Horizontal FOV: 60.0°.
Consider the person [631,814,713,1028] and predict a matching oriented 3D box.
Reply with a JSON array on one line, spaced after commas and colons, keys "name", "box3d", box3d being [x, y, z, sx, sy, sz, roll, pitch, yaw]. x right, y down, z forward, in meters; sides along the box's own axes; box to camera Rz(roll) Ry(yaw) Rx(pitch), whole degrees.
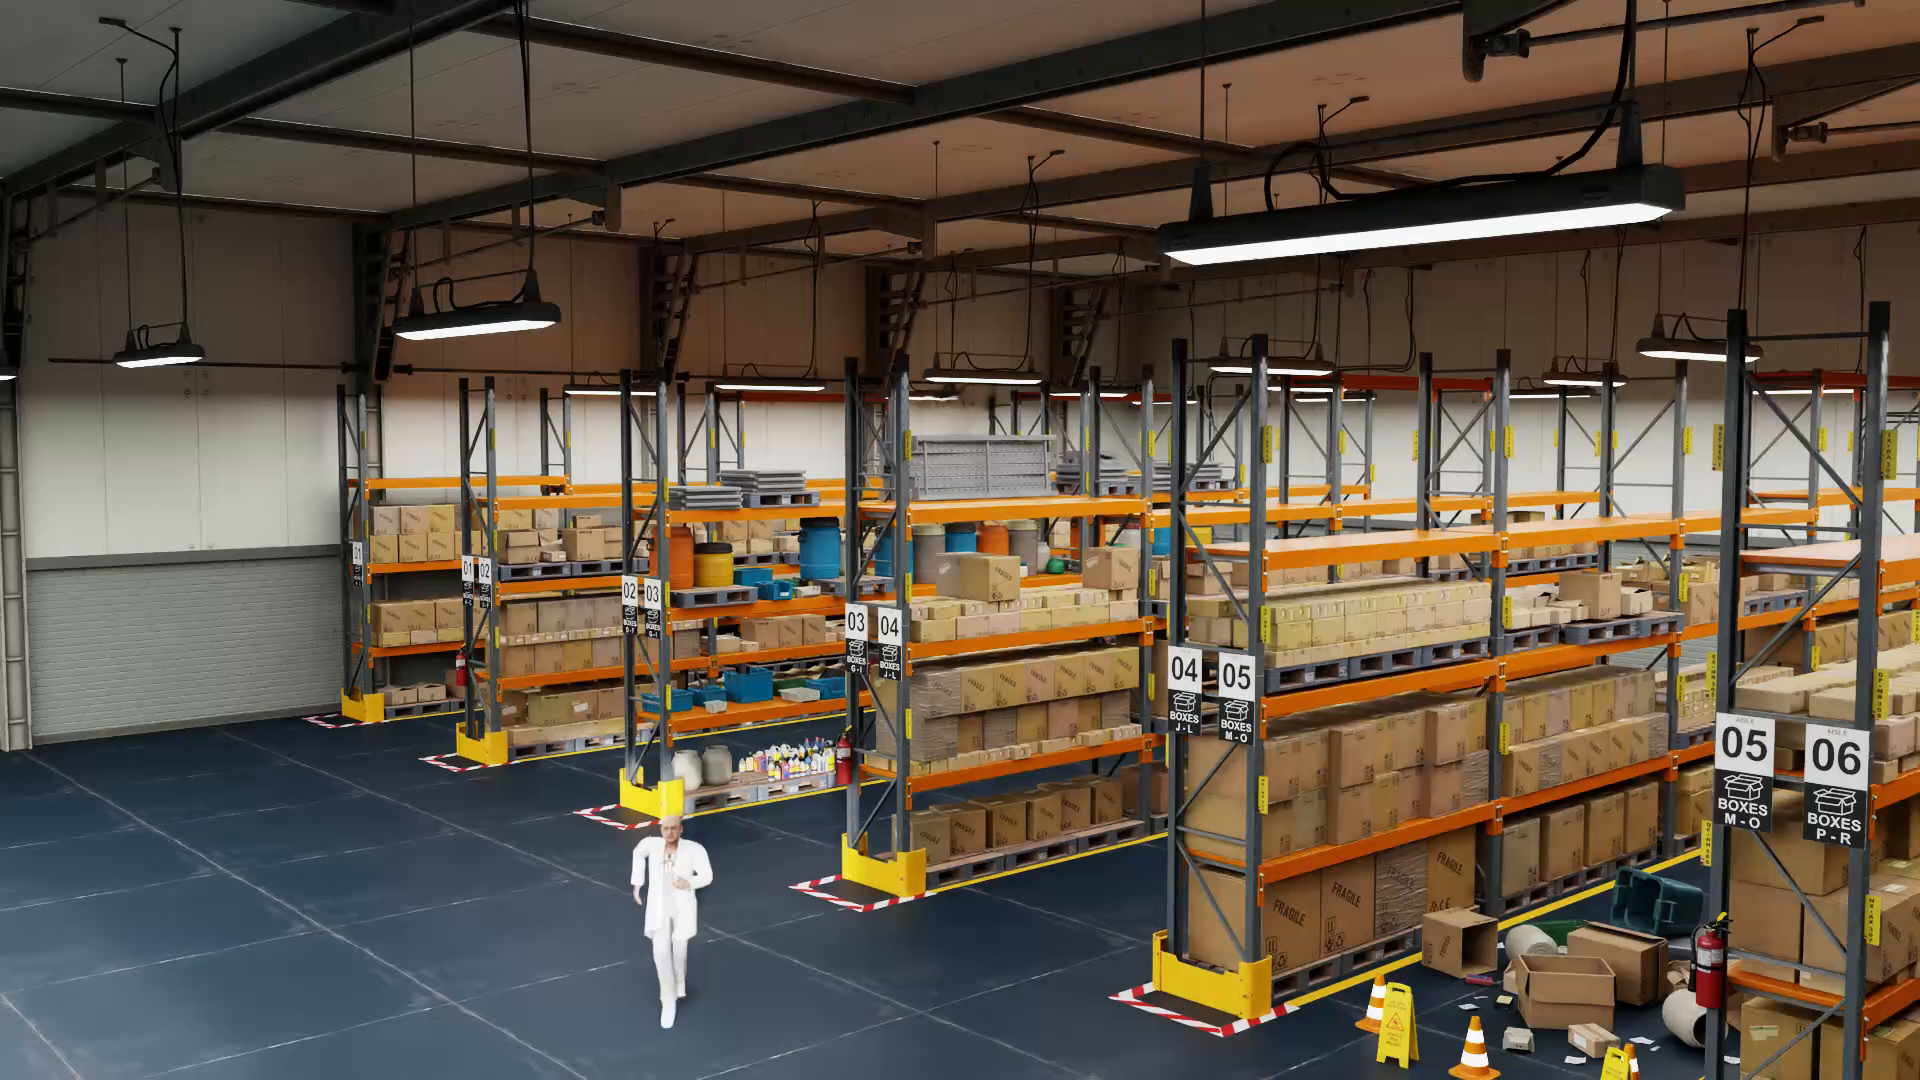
[{"name": "person", "box3d": [-2.564, 3.317, 14.810, 0.740, 1.828, 0.942, 0, 4, -4]}]
